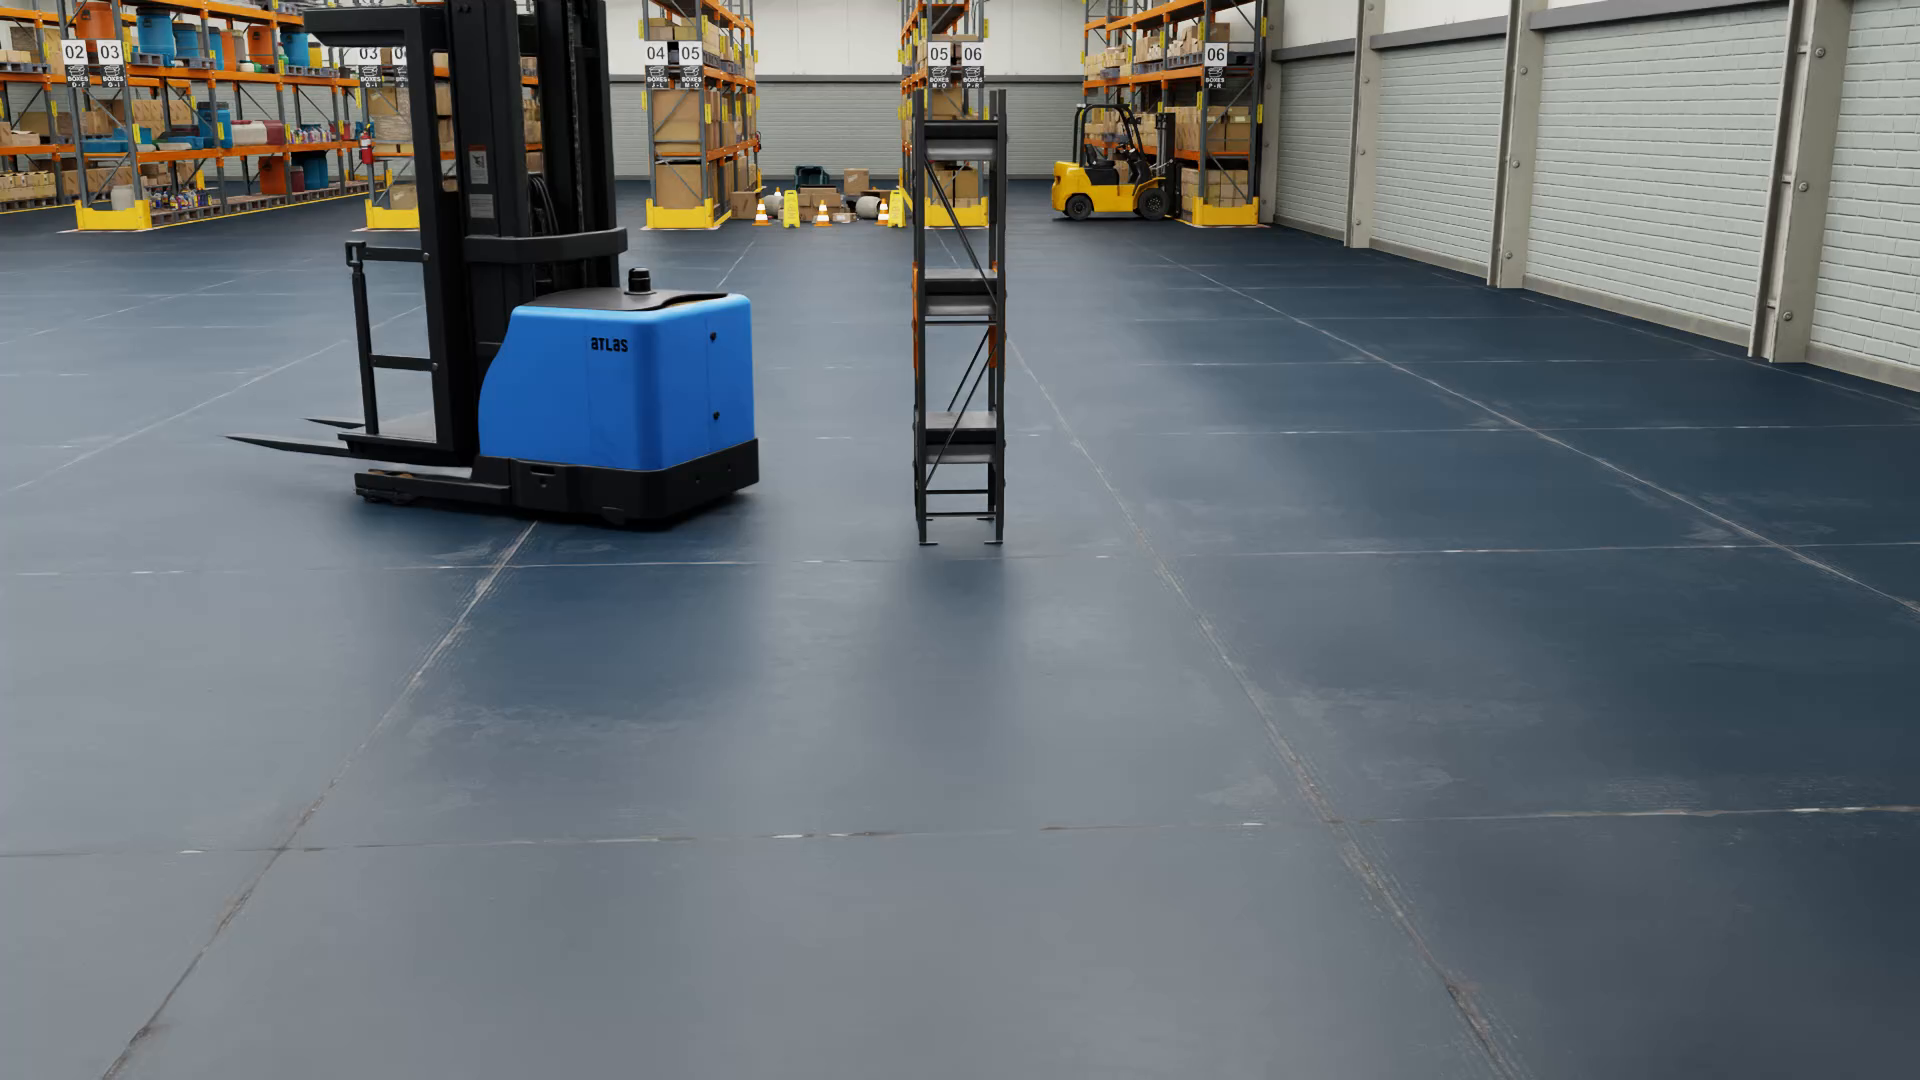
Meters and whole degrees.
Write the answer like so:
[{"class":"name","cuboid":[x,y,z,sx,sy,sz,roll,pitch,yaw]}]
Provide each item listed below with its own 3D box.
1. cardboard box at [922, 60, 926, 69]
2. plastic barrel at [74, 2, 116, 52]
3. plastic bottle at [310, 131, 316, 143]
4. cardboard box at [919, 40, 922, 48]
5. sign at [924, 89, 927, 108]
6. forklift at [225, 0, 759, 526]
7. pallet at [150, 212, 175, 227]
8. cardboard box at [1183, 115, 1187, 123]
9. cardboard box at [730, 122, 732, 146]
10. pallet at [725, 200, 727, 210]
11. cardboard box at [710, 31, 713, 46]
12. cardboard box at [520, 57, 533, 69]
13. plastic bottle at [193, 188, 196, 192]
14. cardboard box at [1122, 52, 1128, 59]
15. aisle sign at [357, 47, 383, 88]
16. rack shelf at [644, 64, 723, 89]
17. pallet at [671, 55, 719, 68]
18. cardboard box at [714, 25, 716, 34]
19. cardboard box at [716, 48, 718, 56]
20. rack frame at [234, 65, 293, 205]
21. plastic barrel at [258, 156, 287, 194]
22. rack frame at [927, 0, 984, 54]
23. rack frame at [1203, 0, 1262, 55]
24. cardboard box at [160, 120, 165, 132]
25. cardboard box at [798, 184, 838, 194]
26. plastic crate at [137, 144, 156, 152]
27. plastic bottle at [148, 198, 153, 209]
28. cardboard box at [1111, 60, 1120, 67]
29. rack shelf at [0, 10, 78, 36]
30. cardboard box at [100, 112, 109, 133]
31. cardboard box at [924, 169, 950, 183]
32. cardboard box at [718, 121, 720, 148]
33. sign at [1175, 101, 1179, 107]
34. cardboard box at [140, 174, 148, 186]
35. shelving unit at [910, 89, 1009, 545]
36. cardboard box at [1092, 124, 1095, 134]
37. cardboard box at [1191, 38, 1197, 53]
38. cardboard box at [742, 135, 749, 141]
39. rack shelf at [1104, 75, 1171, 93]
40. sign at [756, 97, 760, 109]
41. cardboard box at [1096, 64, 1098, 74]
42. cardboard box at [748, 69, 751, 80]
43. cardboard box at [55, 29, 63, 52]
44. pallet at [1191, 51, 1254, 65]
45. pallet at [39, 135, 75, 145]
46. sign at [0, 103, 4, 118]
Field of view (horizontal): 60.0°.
[{"class":"cardboard box","cuboid":[-0.524,-8.977,31.382,0.380,0.149,0.250,-1,14,-4]},{"class":"plastic barrel","cuboid":[-15.074,-8.934,29.005,0.600,0.830,0.708,-1,14,-3]},{"class":"plastic bottle","cuboid":[-15.237,-9.475,39.081,0.152,0.276,0.135,-1,14,-3]},{"class":"cardboard box","cuboid":[-0.595,-9.613,32.254,0.380,0.149,0.250,-1,14,-4]},{"class":"sign","cuboid":[-0.638,-7.891,29.717,0.100,0.325,0.005,-1,14,-3]},{"class":"forklift","cuboid":[-2.646,-1.714,8.804,3.031,2.935,1.130,6,16,23]},{"class":"pallet","cuboid":[-15.014,-5.821,30.226,1.003,0.211,1.213,-1,14,-3]},{"class":"cardboard box","cuboid":[4.466,-8.021,31.679,0.380,0.149,0.250,-1,14,-3]},{"class":"cardboard box","cuboid":[-5.121,-8.633,35.360,0.500,0.500,0.500,-1,14,-3]},{"class":"pallet","cuboid":[-5.388,-6.914,34.475,1.003,0.211,1.213,-1,14,-3]},{"class":"cardboard box","cuboid":[-4.886,-9.355,31.008,0.500,0.250,0.500,-1,14,-4]},{"class":"cardboard box","cuboid":[-10.672,-11.572,39.920,0.700,0.500,0.500,-1,14,-2]},{"class":"plastic bottle","cuboid":[-14.982,-6.718,32.550,0.144,0.351,0.185,-1,14,-3]},{"class":"cardboard box","cuboid":[3.996,-11.306,38.832,0.380,0.149,0.250,-1,14,-5]},{"class":"aisle sign","cuboid":[-10.270,-8.266,28.918,0.394,0.787,0.004,-1,14,-3]},{"class":"rack shelf","cuboid":[-5.141,-8.681,31.169,1.077,0.370,4.000,-1,14,-3]},{"class":"pallet","cuboid":[-5.225,-9.280,32.232,1.003,0.211,1.213,-1,14,-3]},{"class":"cardboard box","cuboid":[-4.879,-9.769,31.816,0.380,0.149,0.250,-1,14,-2]},{"class":"cardboard box","cuboid":[-4.890,-9.444,32.152,0.380,0.149,0.250,-1,14,-3]},{"class":"rack frame","cuboid":[-15.413,-8.941,36.755,1.000,3.000,0.127,-1,14,-3]},{"class":"plastic barrel","cuboid":[-15.461,-8.214,37.445,0.600,0.830,0.708,-1,14,-3]},{"class":"rack frame","cuboid":[-0.083,-10.086,29.167,1.000,3.000,0.127,-1,14,-3]},{"class":"rack frame","cuboid":[4.871,-10.163,29.468,1.000,3.000,0.127,-1,14,-3]},{"class":"cardboard box","cuboid":[-20.461,-10.417,42.294,0.500,0.500,0.500,-1,14,-4]},{"class":"cardboard box","cuboid":[-2.785,-6.667,32.658,0.797,0.637,0.503,-1,14,-3]},{"class":"plastic crate","cuboid":[-14.652,-7.051,29.940,0.298,0.136,0.250,-1,14,-3]},{"class":"plastic bottle","cuboid":[-15.342,-6.363,31.470,0.097,0.201,0.097,0,14,0]},{"class":"cardboard box","cuboid":[3.821,-11.428,39.862,0.380,0.149,0.250,-1,14,-2]},{"class":"rack shelf","cuboid":[-20.481,-11.726,37.787,1.077,0.370,4.000,-1,14,-3]},{"class":"cardboard box","cuboid":[-20.799,-9.990,39.792,0.700,0.500,0.500,-6,16,-22]},{"class":"cardboard box","cuboid":[-0.429,-6.740,31.374,0.500,0.500,0.500,0,14,-1]},{"class":"cardboard box","cuboid":[-5.230,-8.055,33.011,0.875,0.550,0.550,-1,14,-3]},{"class":"sign","cuboid":[4.929,-9.818,37.841,0.100,0.325,0.005,-1,14,-3]},{"class":"cardboard box","cuboid":[-20.415,-8.879,41.027,0.500,0.311,0.500,-1,14,-3]},{"class":"shelving unit","cuboid":[-0.010,-1.058,7.925,0.431,2.100,0.503,-1,14,-3]},{"class":"cardboard box","cuboid":[3.758,-10.813,43.738,0.500,0.250,0.500,-1,14,-5]},{"class":"cardboard box","cuboid":[4.501,-9.162,30.822,0.396,0.266,0.258,-1,14,-3]},{"class":"cardboard box","cuboid":[-5.452,-10.017,41.443,0.380,0.149,0.250,0,14,-1]},{"class":"rack shelf","cuboid":[4.251,-10.849,39.598,1.077,0.370,4.000,-1,14,-3]},{"class":"sign","cuboid":[-5.454,-11.776,44.815,0.100,0.325,0.005,-1,14,-3]},{"class":"cardboard box","cuboid":[3.785,-12.139,42.872,0.500,0.250,0.500,-1,14,-2]},{"class":"cardboard box","cuboid":[-5.579,-11.817,42.215,0.500,0.250,0.500,0,14,-1]},{"class":"cardboard box","cuboid":[-20.441,-11.213,37.359,0.500,0.500,0.500,-1,14,-3]},{"class":"pallet","cuboid":[4.853,-8.844,30.538,1.003,0.211,1.213,-1,14,-3]},{"class":"pallet","cuboid":[-20.469,-8.940,37.137,1.213,0.211,1.003,-1,14,-3]},{"class":"sign","cuboid":[-20.898,-9.377,36.286,0.100,0.325,0.005,-1,14,-3]}]
